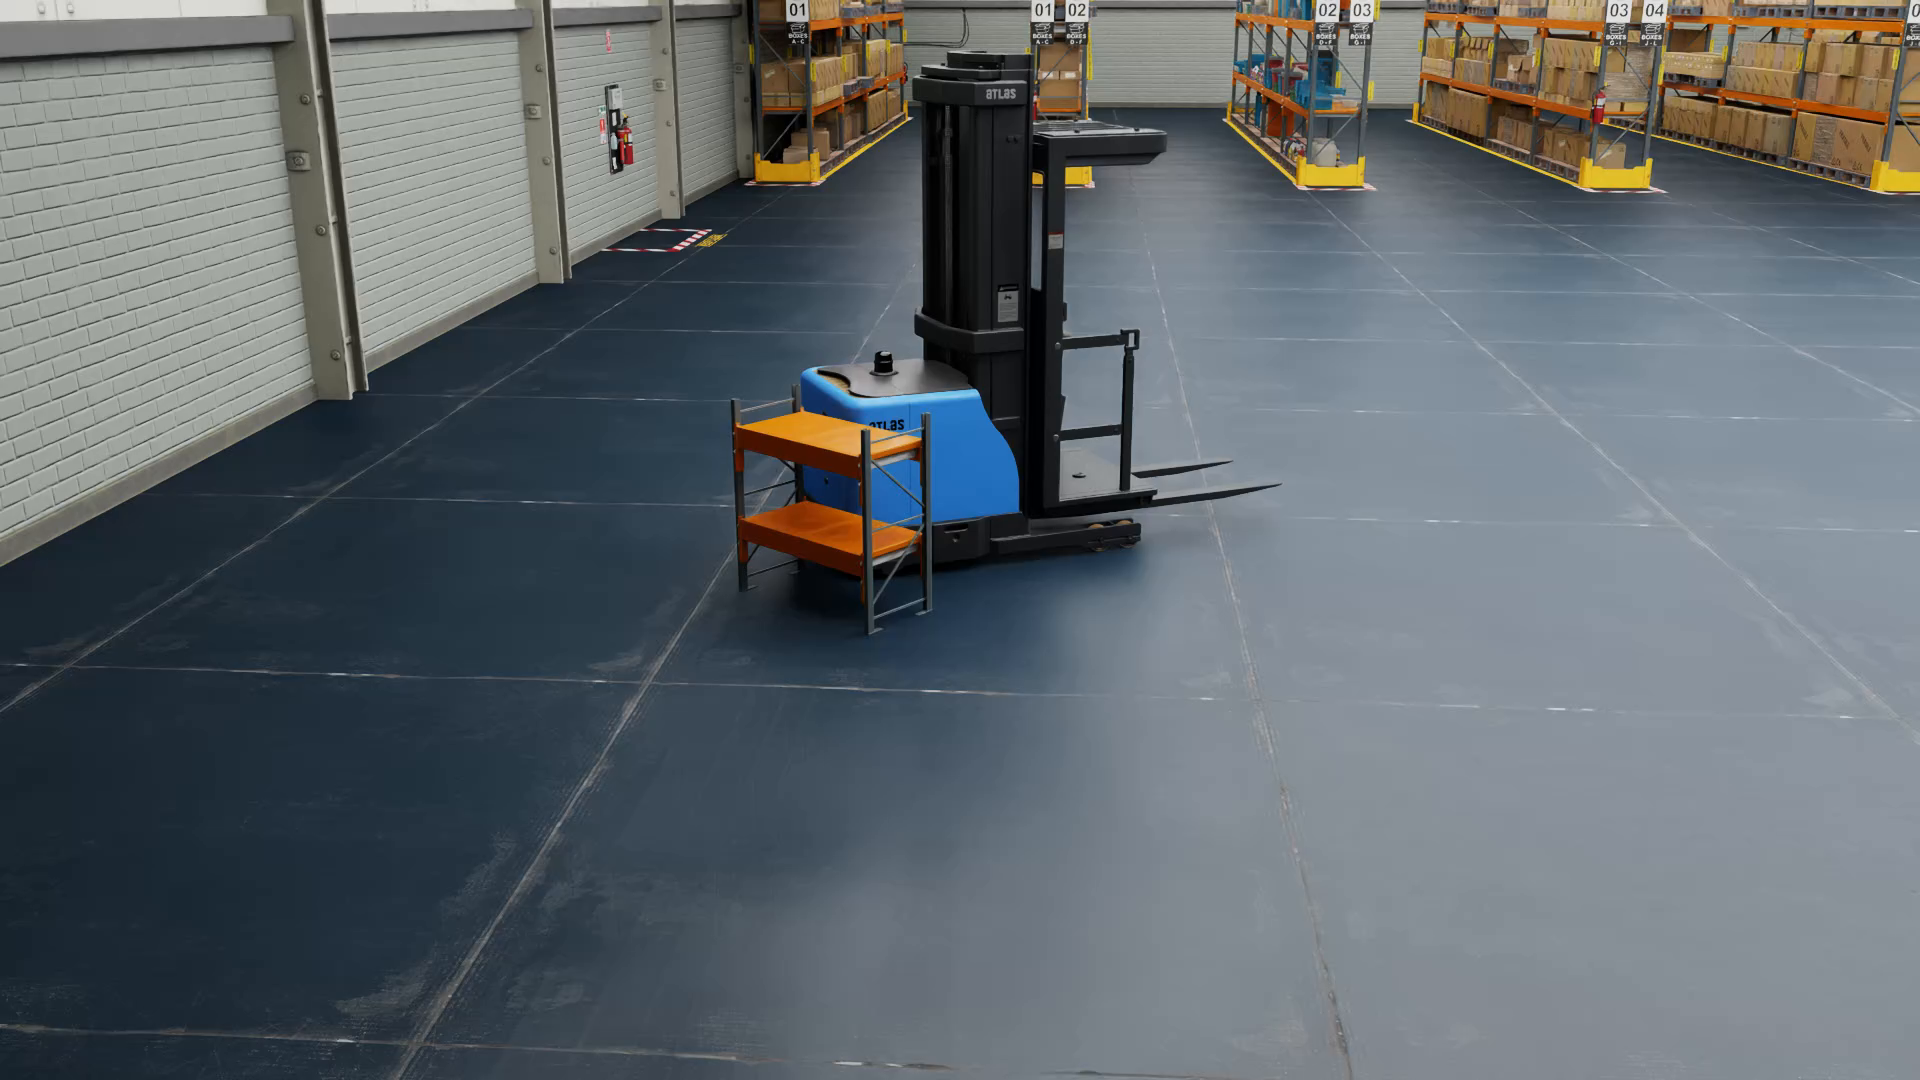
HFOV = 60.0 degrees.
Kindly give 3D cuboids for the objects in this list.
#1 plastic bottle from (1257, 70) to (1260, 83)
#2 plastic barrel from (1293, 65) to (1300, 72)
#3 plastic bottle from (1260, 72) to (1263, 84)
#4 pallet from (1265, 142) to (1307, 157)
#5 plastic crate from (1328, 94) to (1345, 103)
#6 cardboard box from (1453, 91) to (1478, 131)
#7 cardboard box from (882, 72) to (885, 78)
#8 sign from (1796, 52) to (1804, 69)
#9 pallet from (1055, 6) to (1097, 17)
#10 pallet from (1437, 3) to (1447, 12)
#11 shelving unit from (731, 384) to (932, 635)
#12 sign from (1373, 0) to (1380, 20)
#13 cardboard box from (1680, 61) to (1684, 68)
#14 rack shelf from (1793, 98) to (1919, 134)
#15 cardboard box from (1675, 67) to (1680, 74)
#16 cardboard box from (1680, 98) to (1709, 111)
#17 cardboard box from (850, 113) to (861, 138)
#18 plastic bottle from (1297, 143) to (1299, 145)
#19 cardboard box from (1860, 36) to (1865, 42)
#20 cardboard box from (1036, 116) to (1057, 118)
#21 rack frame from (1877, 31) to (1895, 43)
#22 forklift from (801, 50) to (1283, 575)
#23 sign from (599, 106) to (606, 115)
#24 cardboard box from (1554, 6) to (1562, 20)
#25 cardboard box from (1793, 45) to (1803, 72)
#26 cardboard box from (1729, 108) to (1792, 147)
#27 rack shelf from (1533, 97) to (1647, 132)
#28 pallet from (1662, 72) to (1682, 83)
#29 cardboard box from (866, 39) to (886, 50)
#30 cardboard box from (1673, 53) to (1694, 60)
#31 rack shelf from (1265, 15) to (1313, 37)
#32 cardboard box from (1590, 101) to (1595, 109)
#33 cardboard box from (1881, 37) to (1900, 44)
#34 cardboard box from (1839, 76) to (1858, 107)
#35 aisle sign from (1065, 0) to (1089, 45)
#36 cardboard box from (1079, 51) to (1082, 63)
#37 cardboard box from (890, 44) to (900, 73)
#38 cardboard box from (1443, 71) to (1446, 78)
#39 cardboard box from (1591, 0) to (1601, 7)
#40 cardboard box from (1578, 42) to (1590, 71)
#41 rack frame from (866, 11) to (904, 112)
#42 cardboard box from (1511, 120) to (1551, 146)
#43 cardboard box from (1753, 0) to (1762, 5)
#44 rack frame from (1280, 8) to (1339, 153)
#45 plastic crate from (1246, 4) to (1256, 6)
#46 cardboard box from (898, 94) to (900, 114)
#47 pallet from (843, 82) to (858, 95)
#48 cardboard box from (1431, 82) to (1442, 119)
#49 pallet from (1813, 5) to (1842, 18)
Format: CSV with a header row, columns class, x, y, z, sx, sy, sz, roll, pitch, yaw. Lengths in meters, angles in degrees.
class,x,y,z,sx,sy,sz,roll,pitch,yaw
plastic bottle,6.978,-10.824,38.825,0.061,0.283,0.133,1,18,4
plastic barrel,7.409,-10.019,36.003,0.421,0.512,0.421,0,18,0
plastic bottle,6.944,-10.592,38.138,0.097,0.271,0.097,0,18,0
pallet,7.086,-8.347,35.559,1.003,0.211,1.213,1,18,4
plastic crate,7.120,-8.413,31.703,0.530,0.136,0.437,1,18,4
cardboard box,12.408,-10.135,39.274,1.225,0.875,0.875,1,18,2
cardboard box,-2.061,-11.454,40.932,0.380,0.149,0.250,2,18,5
sign,16.322,-9.317,32.307,0.100,0.325,0.005,1,18,4
pallet,2.370,-11.525,36.264,1.213,0.211,1.003,2,18,6
pallet,12.656,-13.437,41.938,1.003,0.211,1.213,1,18,4
shelving unit,-0.711,-0.193,9.205,1.048,1.125,0.538,16,24,39
sign,7.245,-9.222,28.917,0.100,0.325,0.005,1,18,4
cardboard box,16.861,-10.982,38.371,0.380,0.149,0.250,1,18,3
rack shelf,16.720,-7.832,30.664,1.077,0.370,4.000,1,18,4
cardboard box,16.877,-10.927,38.683,0.380,0.149,0.250,0,18,1
cardboard box,17.044,-10.101,38.567,0.500,0.250,0.500,2,18,6
cardboard box,-2.611,-9.308,37.319,0.700,0.500,0.500,2,18,5
plastic bottle,6.622,-7.671,32.692,0.097,0.271,0.097,0,18,0
cardboard box,22.184,-12.033,40.564,0.500,0.500,0.500,1,18,3
cardboard box,1.669,-8.116,32.913,0.500,0.500,0.500,1,18,4
rack frame,22.382,-11.201,39.789,1.000,3.000,0.127,1,18,4
forklift,0.577,-1.467,10.192,3.031,2.935,1.130,-7,20,-21
sign,-4.776,-5.734,22.196,0.001,0.109,0.331,1,18,4
cardboard box,11.603,-9.993,31.526,0.500,0.250,0.500,1,18,3
cardboard box,16.893,-9.472,32.747,0.700,0.500,0.500,1,18,3
cardboard box,16.958,-8.709,35.124,1.050,0.750,0.750,2,18,5
rack shelf,11.780,-7.974,31.097,1.077,0.370,4.000,1,18,4
pallet,17.237,-10.955,39.345,1.003,0.211,1.213,1,18,4
cardboard box,-2.103,-12.158,40.834,0.500,0.250,0.500,2,18,5
cardboard box,16.895,-11.287,38.825,0.380,0.149,0.250,1,18,3
rack shelf,7.127,-10.753,34.759,1.077,0.370,4.000,1,18,4
cardboard box,11.470,-7.746,29.650,0.380,0.149,0.250,1,18,4
cardboard box,22.063,-11.593,39.220,0.500,0.500,0.500,1,18,5
cardboard box,16.738,-8.248,30.538,0.875,0.550,0.500,1,18,4
aisle sign,2.057,-9.125,29.280,0.394,0.787,0.004,1,18,4
cardboard box,2.518,-11.127,38.728,0.700,0.500,0.500,5,19,14
cardboard box,-2.106,-12.754,44.046,0.980,0.700,0.700,1,18,3
cardboard box,12.229,-11.564,41.301,0.380,0.149,0.250,1,18,3
cardboard box,11.391,-9.497,29.374,0.380,0.149,0.250,0,18,2
cardboard box,11.460,-8.691,29.885,0.500,0.500,0.500,1,18,4
rack frame,-2.038,-12.996,45.267,1.000,3.000,0.127,1,18,4
cardboard box,12.121,-8.643,35.292,0.700,0.500,0.500,3,18,9
cardboard box,16.843,-11.263,34.568,0.500,0.250,0.500,2,18,5
rack frame,6.983,-9.048,33.218,1.000,3.000,0.127,1,18,4
plastic crate,7.304,-13.168,41.245,0.416,0.233,0.300,1,18,4
cardboard box,-1.988,-11.788,44.921,0.700,0.500,0.500,1,18,4
pallet,-2.698,-9.412,34.638,1.003,0.211,1.213,1,18,4
cardboard box,12.752,-11.371,43.046,0.875,0.875,0.875,1,18,4
pallet,16.794,-9.925,31.219,1.003,0.211,1.213,1,18,4
